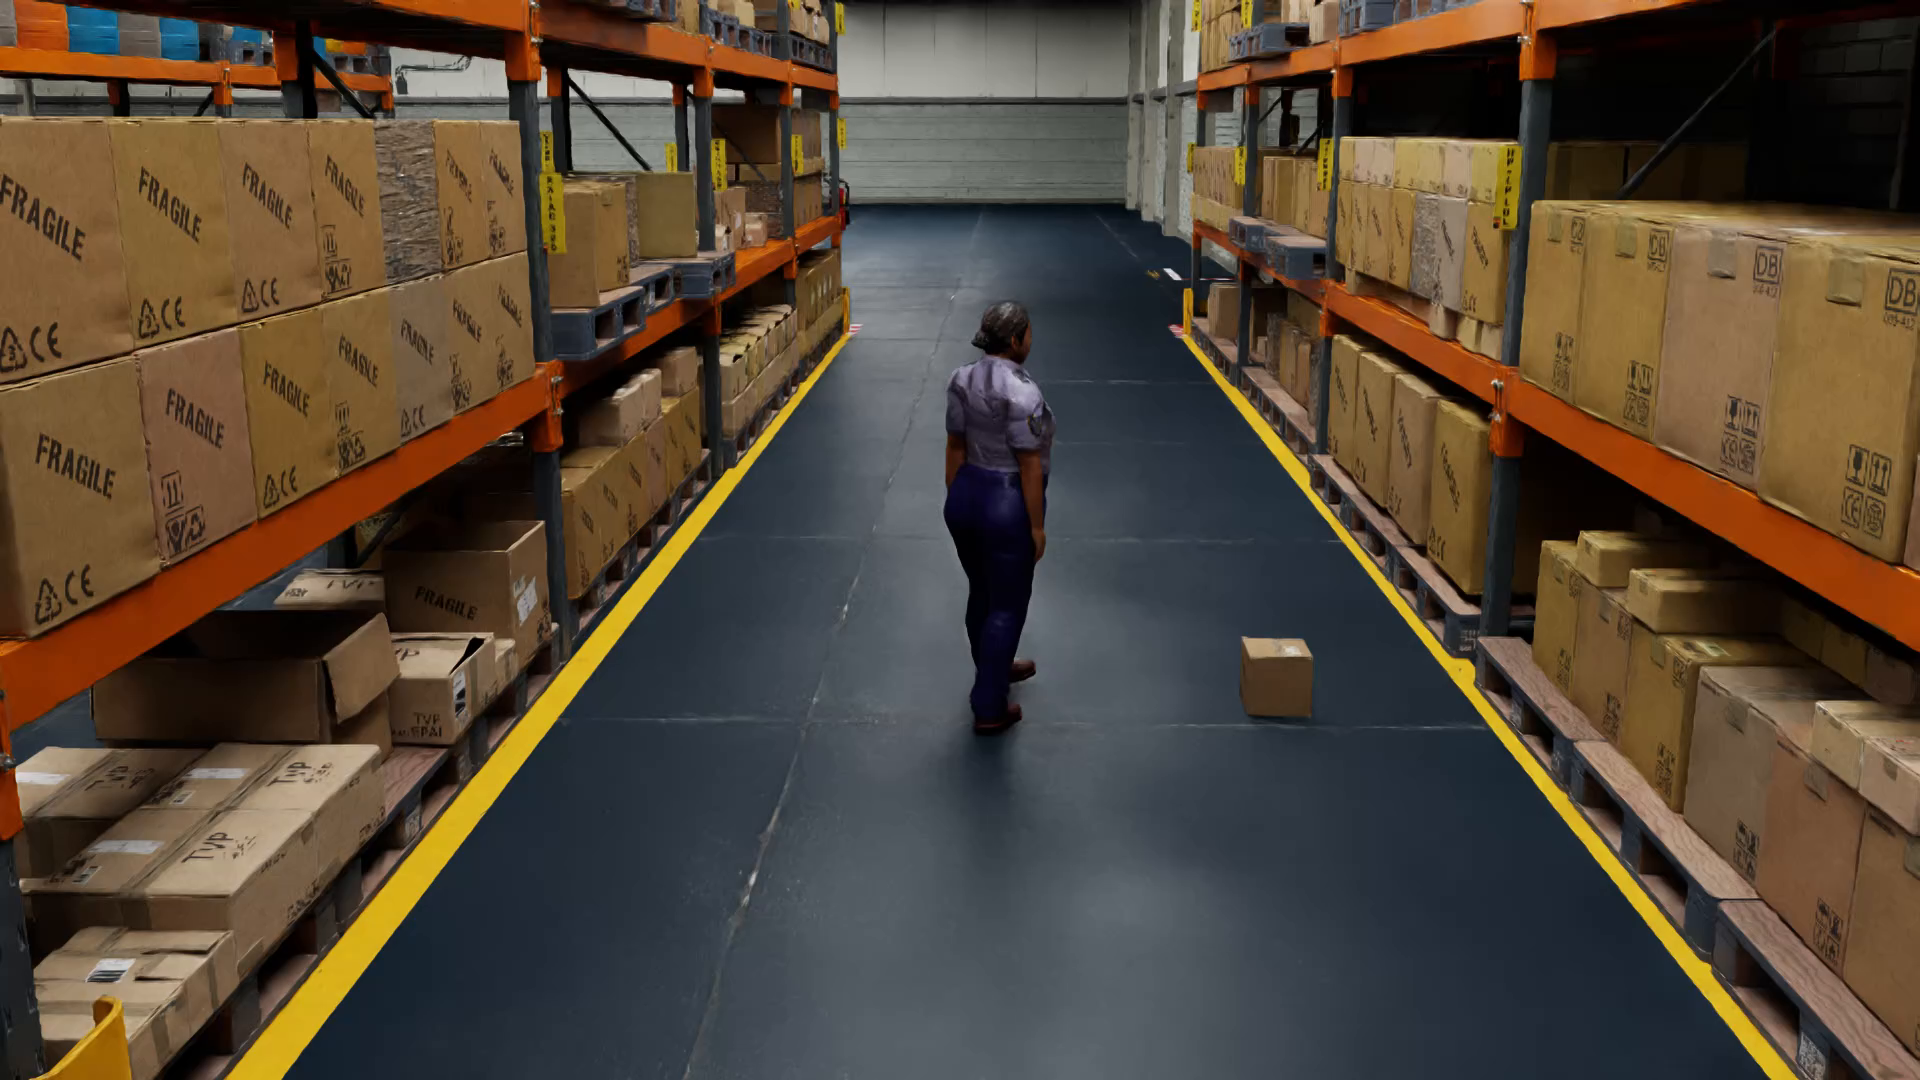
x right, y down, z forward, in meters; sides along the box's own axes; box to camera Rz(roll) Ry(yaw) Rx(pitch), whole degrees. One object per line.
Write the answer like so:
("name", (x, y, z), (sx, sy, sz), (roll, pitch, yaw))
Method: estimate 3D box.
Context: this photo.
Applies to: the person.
("person", (0.223, -0.118, 6.486), (0.603, 1.650, 0.543), (-13, 19, -41))
